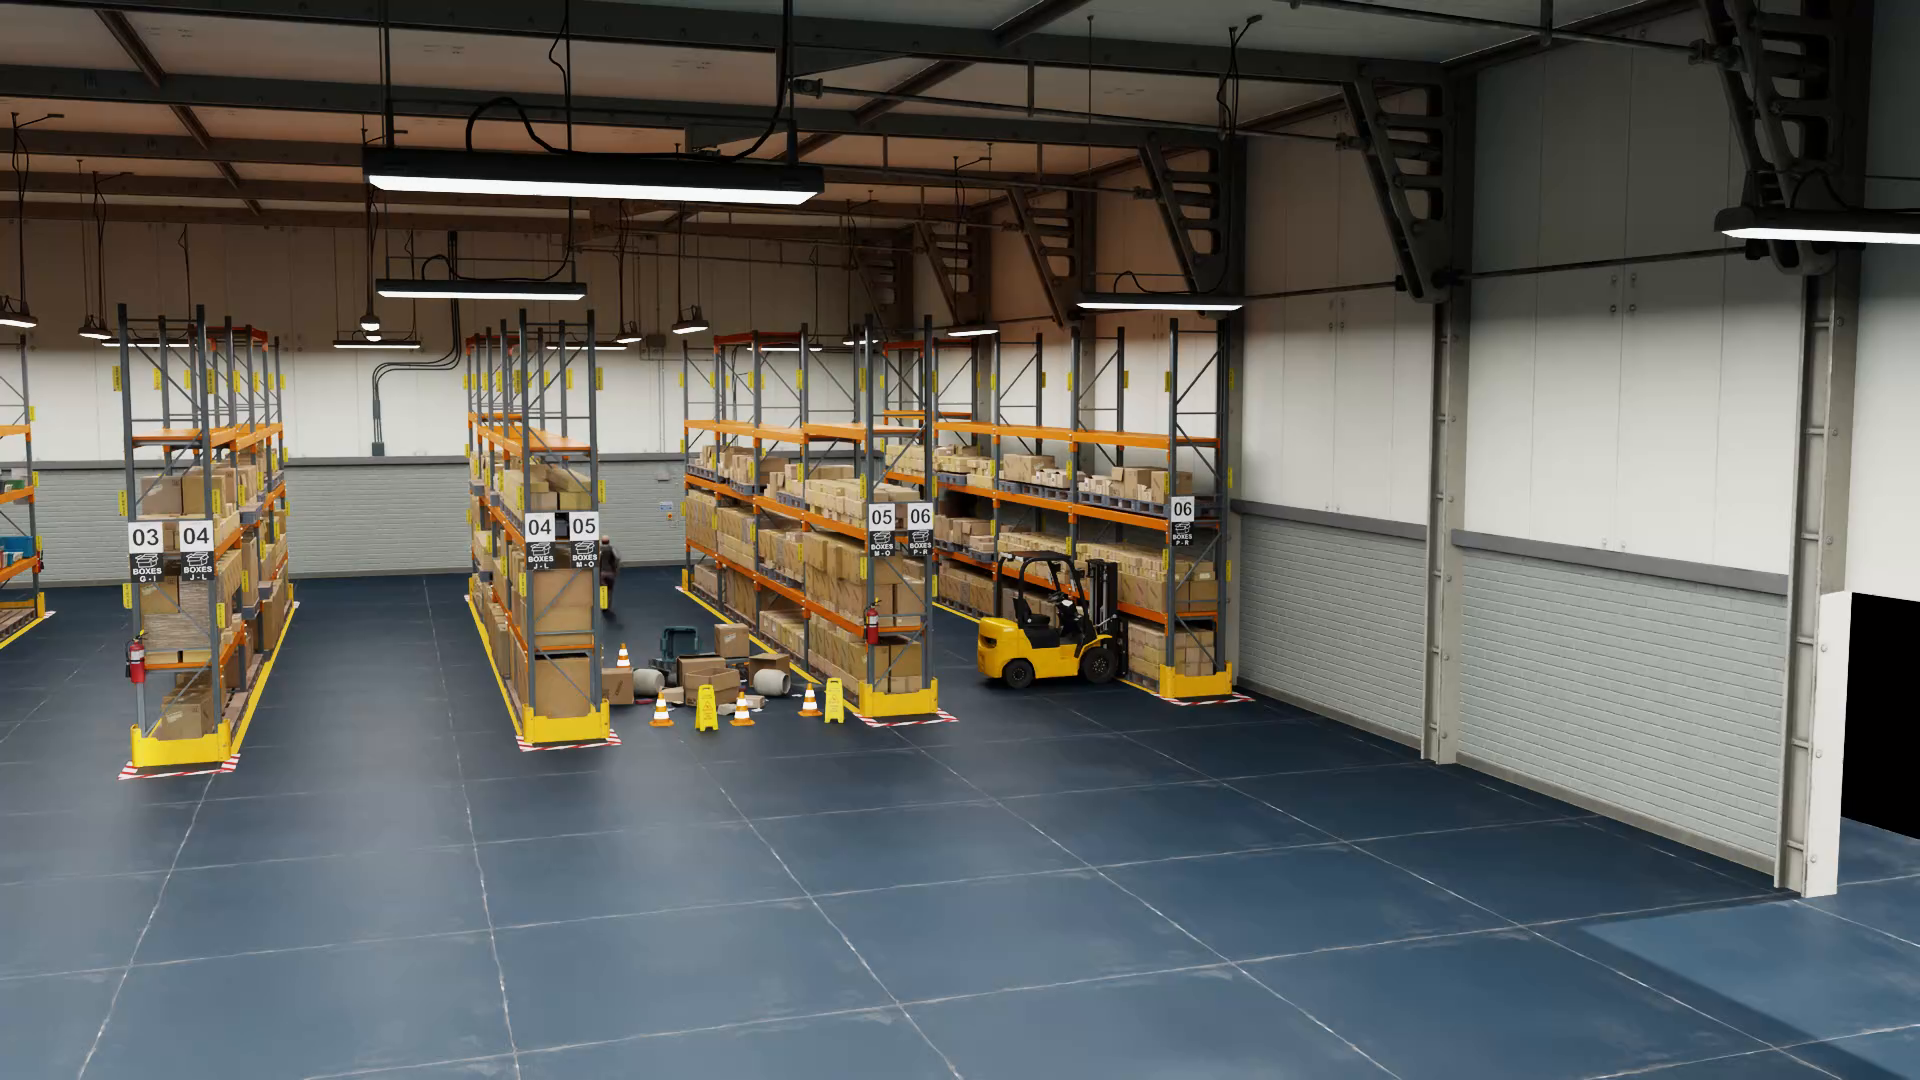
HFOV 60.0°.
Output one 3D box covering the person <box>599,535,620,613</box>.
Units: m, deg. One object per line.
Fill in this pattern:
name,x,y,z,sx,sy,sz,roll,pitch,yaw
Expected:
person,-7.624,0.766,35.757,0.626,1.719,0.932,-1,6,-15
